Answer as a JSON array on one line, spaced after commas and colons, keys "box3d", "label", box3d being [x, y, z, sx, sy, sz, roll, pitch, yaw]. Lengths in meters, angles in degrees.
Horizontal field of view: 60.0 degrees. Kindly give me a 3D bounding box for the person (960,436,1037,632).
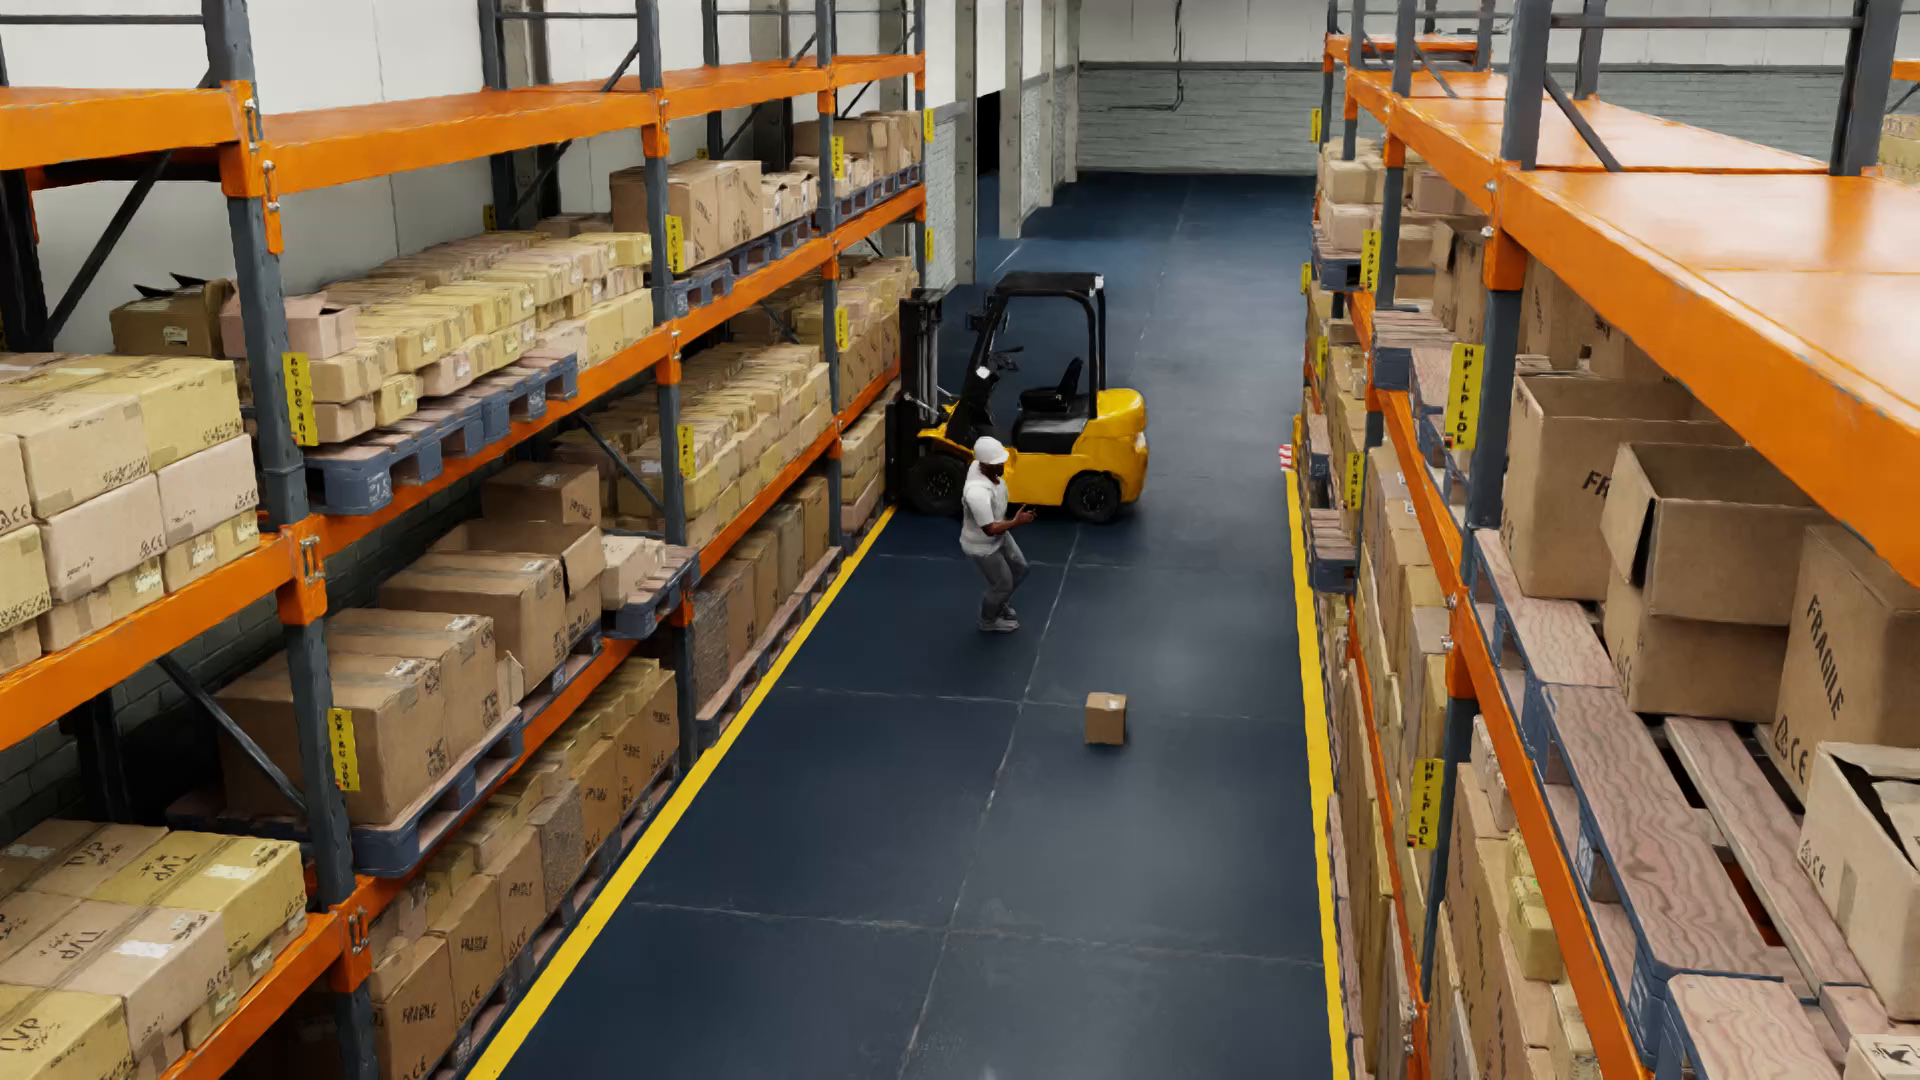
[{"box3d": [0.306, -0.032, 12.311, 0.554, 1.648, 0.953, 3, 18, 10], "label": "person"}]
